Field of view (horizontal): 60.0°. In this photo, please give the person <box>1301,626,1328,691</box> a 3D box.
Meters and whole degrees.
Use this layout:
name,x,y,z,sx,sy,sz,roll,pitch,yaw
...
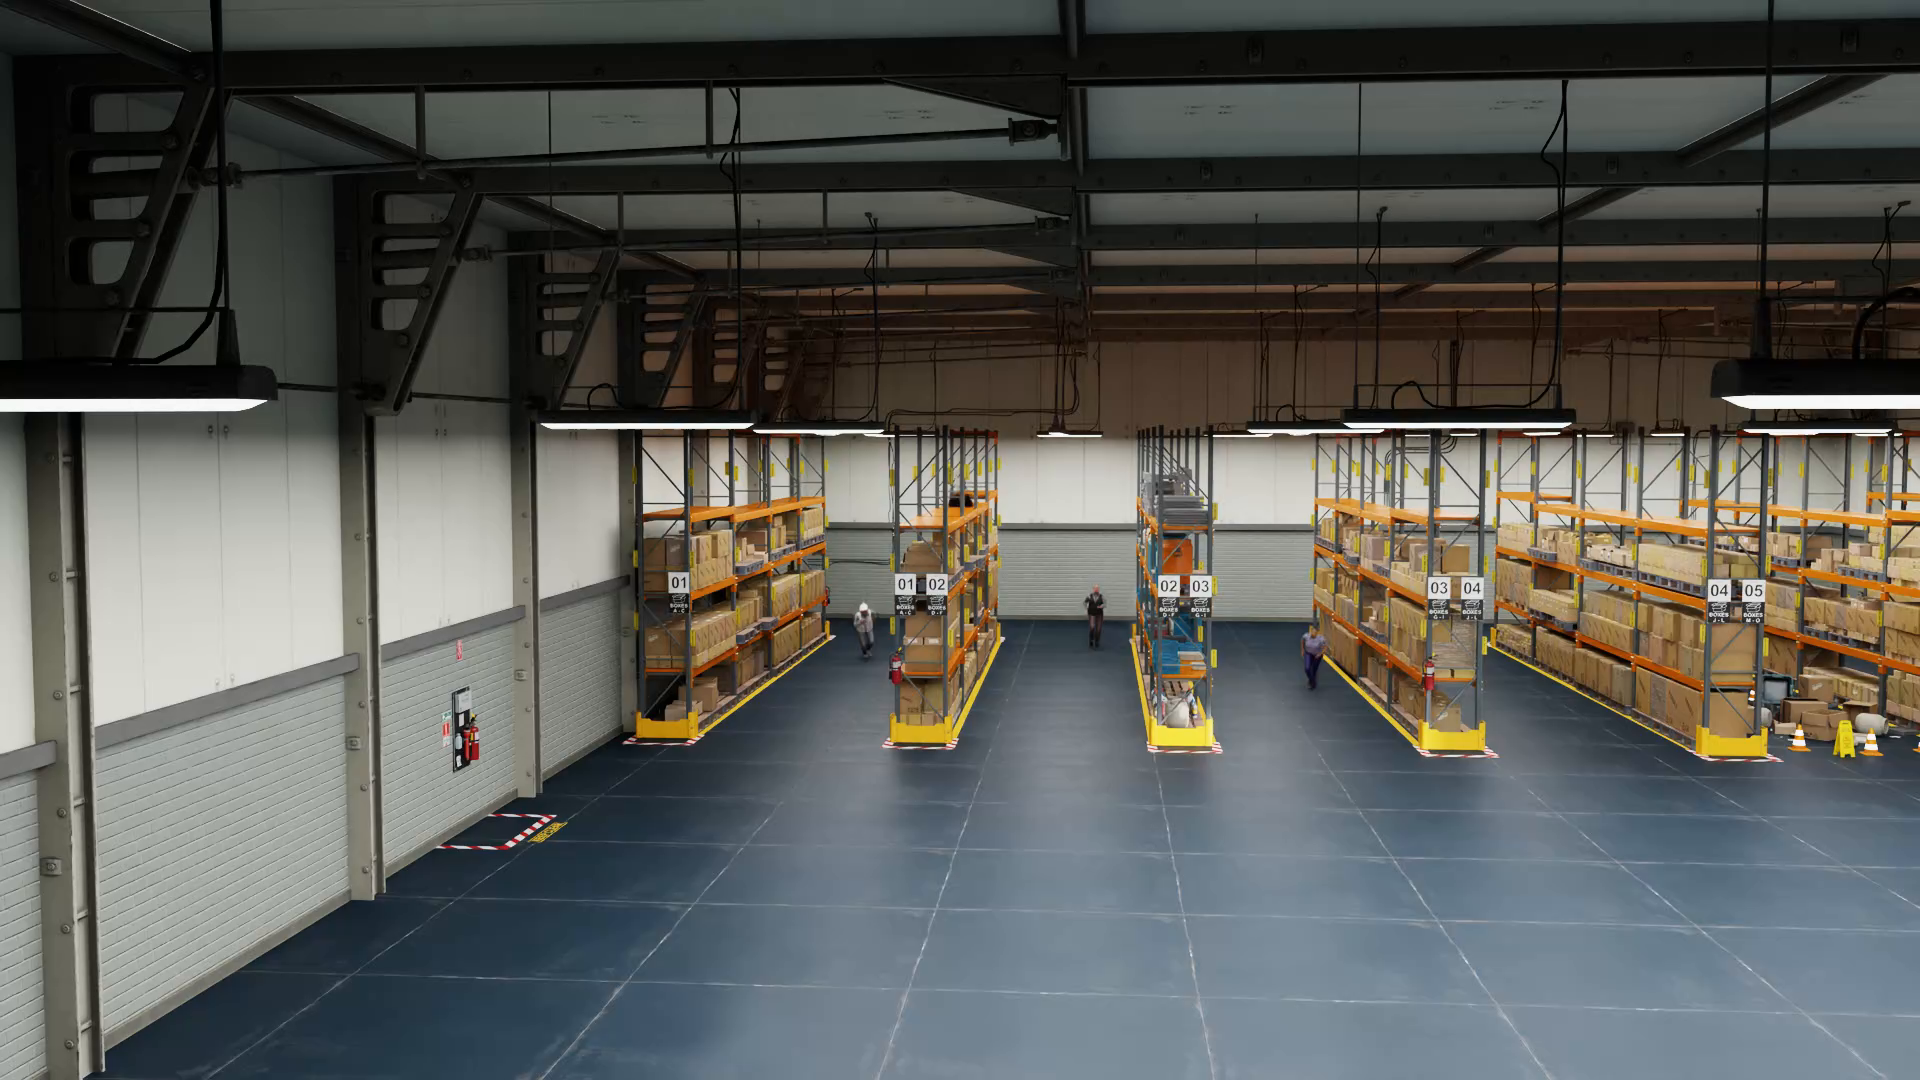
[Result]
name,x,y,z,sx,sy,sz,roll,pitch,yaw
person,8.170,2.700,38.355,0.598,1.509,1.025,1,4,12

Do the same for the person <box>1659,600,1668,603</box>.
name,x,y,z,sx,sy,sz,roll,pitch,yaw
person,17.781,2.367,42.019,0.573,1.683,0.850,-1,4,-13

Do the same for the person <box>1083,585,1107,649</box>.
name,x,y,z,sx,sy,sz,roll,pitch,yaw
person,3.736,2.117,45.815,0.625,1.746,0.725,0,3,-2

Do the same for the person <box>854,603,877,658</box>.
name,x,y,z,sx,sy,sz,roll,pitch,yaw
person,-2.466,2.359,43.370,0.659,1.490,0.990,-1,4,-12
